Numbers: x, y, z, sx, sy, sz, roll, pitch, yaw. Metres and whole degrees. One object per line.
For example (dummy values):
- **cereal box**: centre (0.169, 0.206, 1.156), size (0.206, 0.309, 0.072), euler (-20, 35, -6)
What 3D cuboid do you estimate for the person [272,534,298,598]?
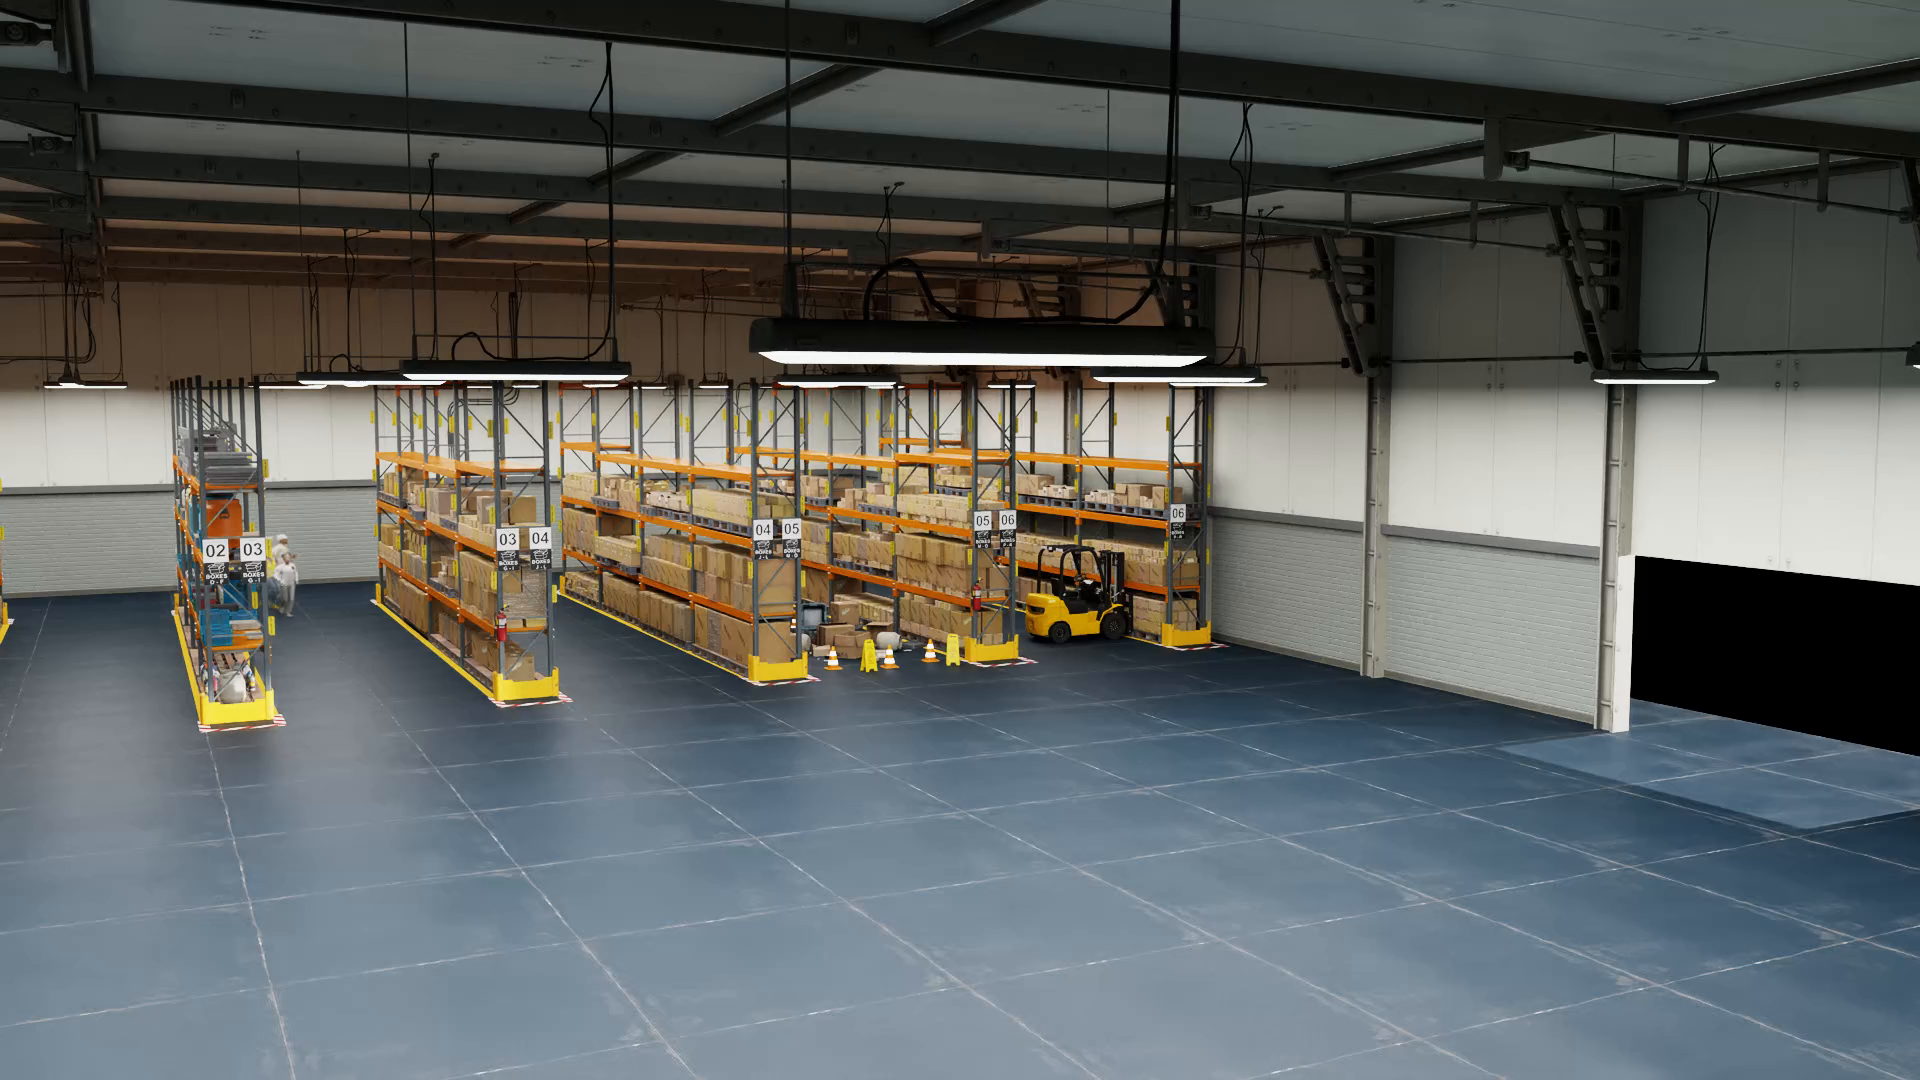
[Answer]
- **person**: centre (-18.796, 0.743, 46.238), size (0.737, 1.802, 0.671), euler (-2, 5, -18)

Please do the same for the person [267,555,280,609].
- **person**: centre (-18.177, 0.981, 43.776), size (0.519, 1.714, 0.746), euler (3, 6, 27)

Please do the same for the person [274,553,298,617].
- **person**: centre (-17.119, 1.136, 42.300), size (0.605, 1.644, 0.550), euler (-5, 7, -41)
